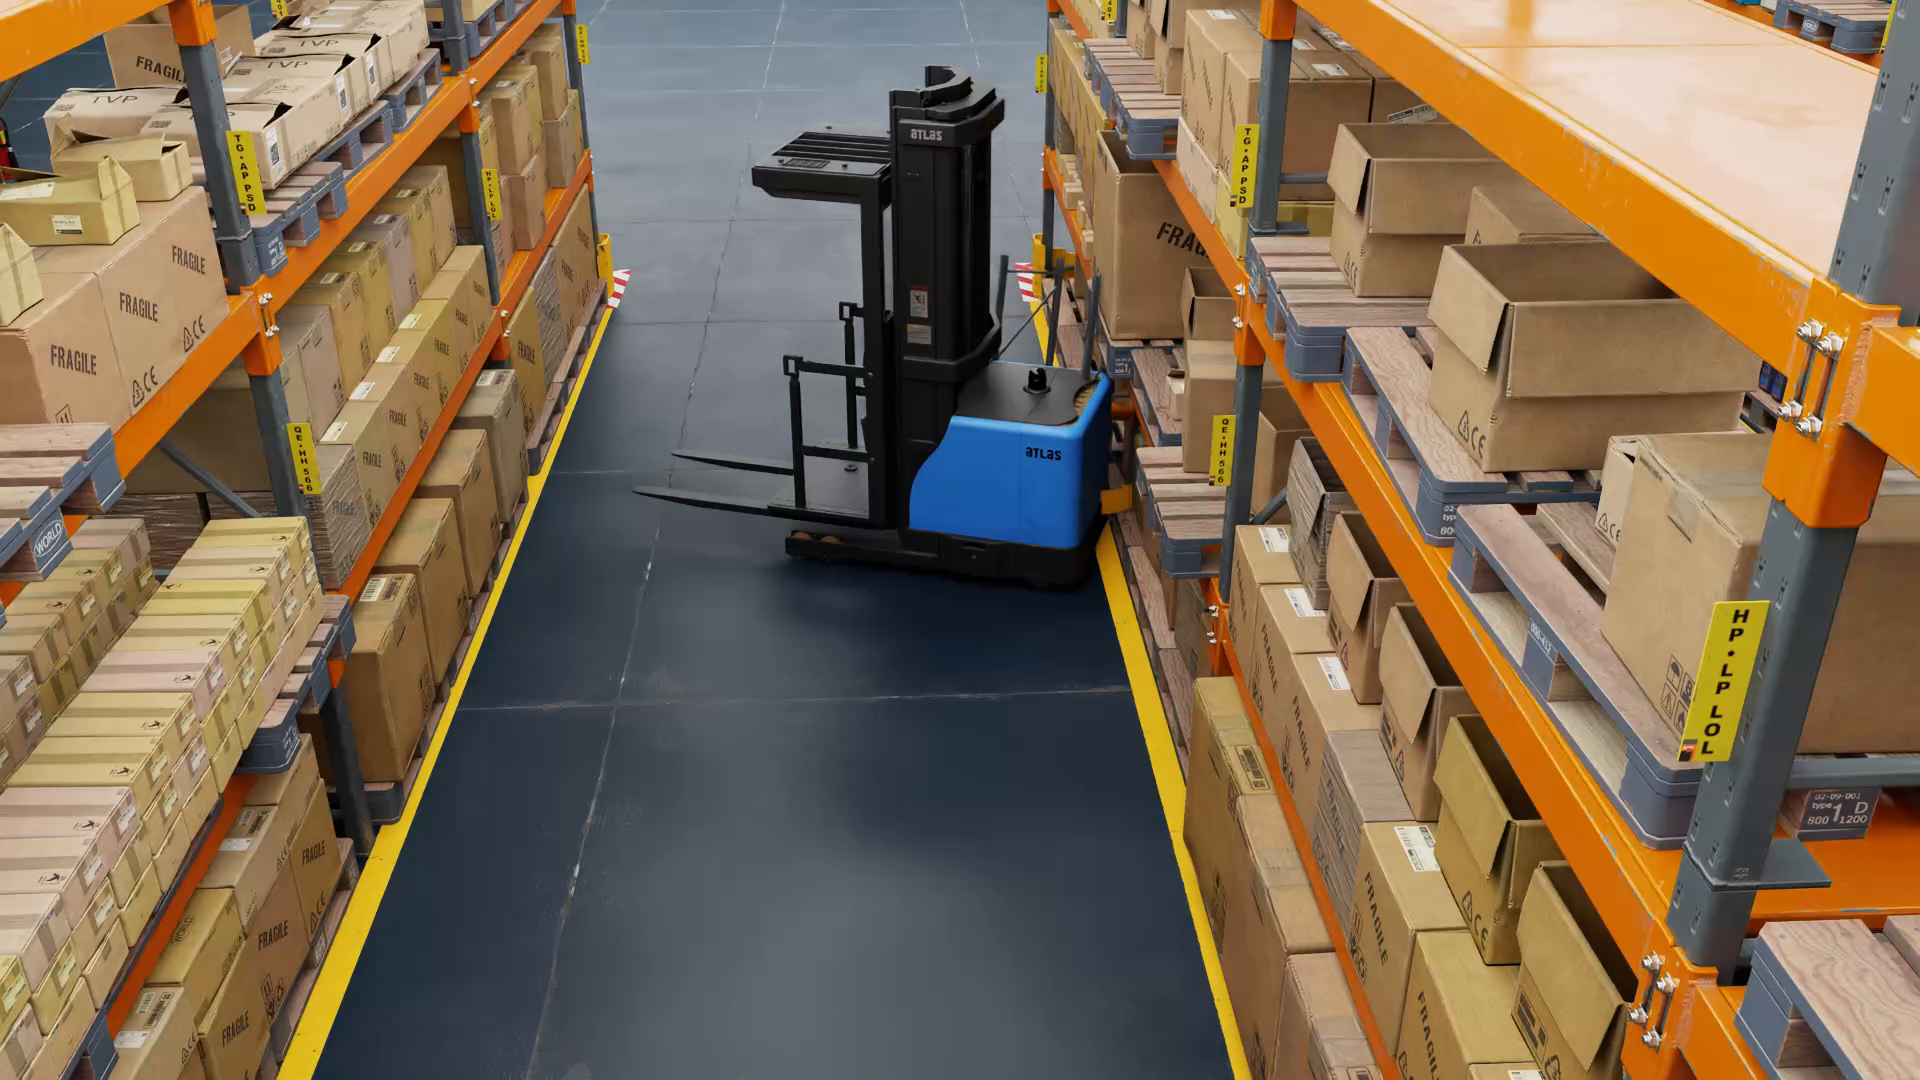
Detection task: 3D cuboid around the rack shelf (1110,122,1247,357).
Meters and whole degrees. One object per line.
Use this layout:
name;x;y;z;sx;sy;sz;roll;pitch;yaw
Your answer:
rack shelf;1.554;-1.852;8.591;1.077;0.370;4.000;-1;28;-3

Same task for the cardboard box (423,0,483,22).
cardboard box;-3.188;-3.317;10.331;0.380;0.149;0.250;-2;28;-3

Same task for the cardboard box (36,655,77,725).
cardboard box;-3.428;0.542;5.963;0.380;0.149;0.250;-1;28;-2

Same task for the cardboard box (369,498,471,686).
cardboard box;-3.291;0.280;8.948;1.050;0.750;0.750;-1;28;-2

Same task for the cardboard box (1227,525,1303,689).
cardboard box;1.413;0.270;6.881;0.500;0.500;0.500;-1;28;-1

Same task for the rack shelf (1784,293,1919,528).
rack shelf;1.972;0.690;0.906;1.077;0.370;4.000;-1;28;-3

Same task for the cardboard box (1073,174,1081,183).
cardboard box;1.090;-2.786;13.119;0.380;0.149;0.250;-1;28;-3

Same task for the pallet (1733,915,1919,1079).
pallet;1.900;1.018;2.408;1.003;0.211;1.213;-1;28;-3

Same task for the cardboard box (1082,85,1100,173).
cardboard box;1.124;-2.816;11.394;0.500;0.500;0.500;-1;28;-3

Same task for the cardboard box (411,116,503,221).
cardboard box;-3.493;-2.408;10.793;0.875;0.550;0.550;-1;28;-3

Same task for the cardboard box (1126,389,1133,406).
cardboard box;1.469;-1.028;11.726;0.500;0.500;0.500;-2;28;-4

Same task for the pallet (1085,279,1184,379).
pallet;1.345;-1.323;10.250;1.003;0.211;1.213;-1;28;-3

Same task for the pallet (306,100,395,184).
pallet;-3.448;-1.903;8.115;1.003;0.211;1.213;0;28;0

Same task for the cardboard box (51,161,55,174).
cardboard box;-3.551;-1.572;6.968;0.380;0.166;0.250;-1;28;-3

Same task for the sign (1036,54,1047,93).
sign;0.699;-3.982;14.206;0.100;0.325;0.005;-1;28;-3

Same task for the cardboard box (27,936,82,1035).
cardboard box;-2.696;1.245;4.616;0.380;0.149;0.250;-3;28;-5

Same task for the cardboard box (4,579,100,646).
cardboard box;-3.444;0.273;6.157;0.380;0.149;0.250;-2;28;-3

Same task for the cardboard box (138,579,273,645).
cardboard box;-2.792;0.270;6.164;0.380;0.149;0.250;-1;28;-1

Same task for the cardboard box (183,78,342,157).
cardboard box;-3.144;-1.909;7.523;0.500;0.250;0.500;-1;28;-1

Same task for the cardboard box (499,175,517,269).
cardboard box;-3.591;-2.181;11.526;0.875;0.550;0.550;-1;28;-3

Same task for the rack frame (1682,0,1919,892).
rack frame;1.868;-0.730;2.418;1.000;3.000;0.127;-1;28;-3

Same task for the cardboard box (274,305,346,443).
cardboard box;-3.341;-0.773;7.799;0.700;0.500;0.500;-2;28;-3

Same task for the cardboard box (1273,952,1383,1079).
cardboard box;1.767;1.978;5.557;1.225;0.875;0.875;-2;28;-4

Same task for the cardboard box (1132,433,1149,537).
cardboard box;1.467;-0.346;10.398;0.700;0.500;0.500;-2;28;-3

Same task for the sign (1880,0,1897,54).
sign;5.846;-3.210;10.407;0.100;0.325;0.005;-1;28;-3

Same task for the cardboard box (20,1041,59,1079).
cardboard box;-2.681;1.492;4.463;0.380;0.149;0.250;-1;28;-2

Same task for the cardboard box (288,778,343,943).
cardboard box;-3.004;1.376;7.118;0.500;0.500;0.500;-2;28;-3

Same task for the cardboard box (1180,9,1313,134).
cardboard box;1.336;-2.193;7.819;0.500;0.500;0.500;-1;28;-2

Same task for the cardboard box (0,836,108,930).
cardboard box;-2.708;0.991;4.781;0.380;0.149;0.250;-2;28;-3

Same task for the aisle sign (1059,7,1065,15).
aisle sign;0.938;-4.786;13.871;0.394;0.787;0.004;-1;28;-3

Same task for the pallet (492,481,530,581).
pallet;-3.393;-0.100;10.714;1.003;0.211;1.213;-1;28;-3

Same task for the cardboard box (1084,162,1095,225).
cardboard box;1.371;-2.610;12.081;0.875;0.500;0.500;-1;28;-3

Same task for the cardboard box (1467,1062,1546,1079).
cardboard box;1.571;1.676;4.184;0.500;0.500;0.500;-1;28;-2

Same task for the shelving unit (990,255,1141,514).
shelving unit;0.688;-1.026;10.820;0.587;1.500;1.083;-3;17;-32

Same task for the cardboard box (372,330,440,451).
cardboard box;-3.133;-0.800;8.932;0.500;0.500;0.500;-2;28;-3

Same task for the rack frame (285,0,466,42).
rack frame;-3.508;-4.351;9.362;1.000;3.000;0.127;-1;28;-3

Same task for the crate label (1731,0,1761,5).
crate label;5.955;-4.123;12.328;0.502;0.251;0.408;-1;28;-3

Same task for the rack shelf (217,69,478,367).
rack shelf;-3.404;-1.779;8.451;1.077;0.370;4.000;-1;28;-3

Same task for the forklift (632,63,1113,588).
forklift;-0.604;-1.379;10.225;3.031;2.935;1.130;8;28;14

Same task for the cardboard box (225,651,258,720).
cardboard box;-2.775;0.527;5.993;0.380;0.149;0.250;-1;28;-3

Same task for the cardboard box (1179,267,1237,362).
cardboard box;1.633;-1.198;9.238;0.797;0.503;0.637;1;28;3

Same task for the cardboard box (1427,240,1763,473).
cardboard box;1.787;-0.536;4.725;0.797;0.503;0.637;-2;28;-3

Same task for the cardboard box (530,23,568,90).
cardboard box;-3.737;-3.912;13.676;0.875;0.550;0.550;-1;28;-3

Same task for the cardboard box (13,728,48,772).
cardboard box;-3.417;0.789;5.812;0.380;0.149;0.250;-1;28;-1

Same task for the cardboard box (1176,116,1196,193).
cardboard box;1.326;-1.855;7.982;0.500;0.250;0.500;-1;28;-1

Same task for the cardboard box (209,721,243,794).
cardboard box;-2.765;0.771;5.846;0.380;0.149;0.250;-3;28;-5

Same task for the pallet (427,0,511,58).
pallet;-3.541;-3.360;10.801;1.003;0.211;1.213;-1;28;-3

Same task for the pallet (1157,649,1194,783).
pallet;1.620;0.958;8.684;1.003;0.211;1.213;-1;28;-3

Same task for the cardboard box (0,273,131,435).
cardboard box;-2.955;-0.499;5.112;0.500;0.500;0.500;-1;28;-3
